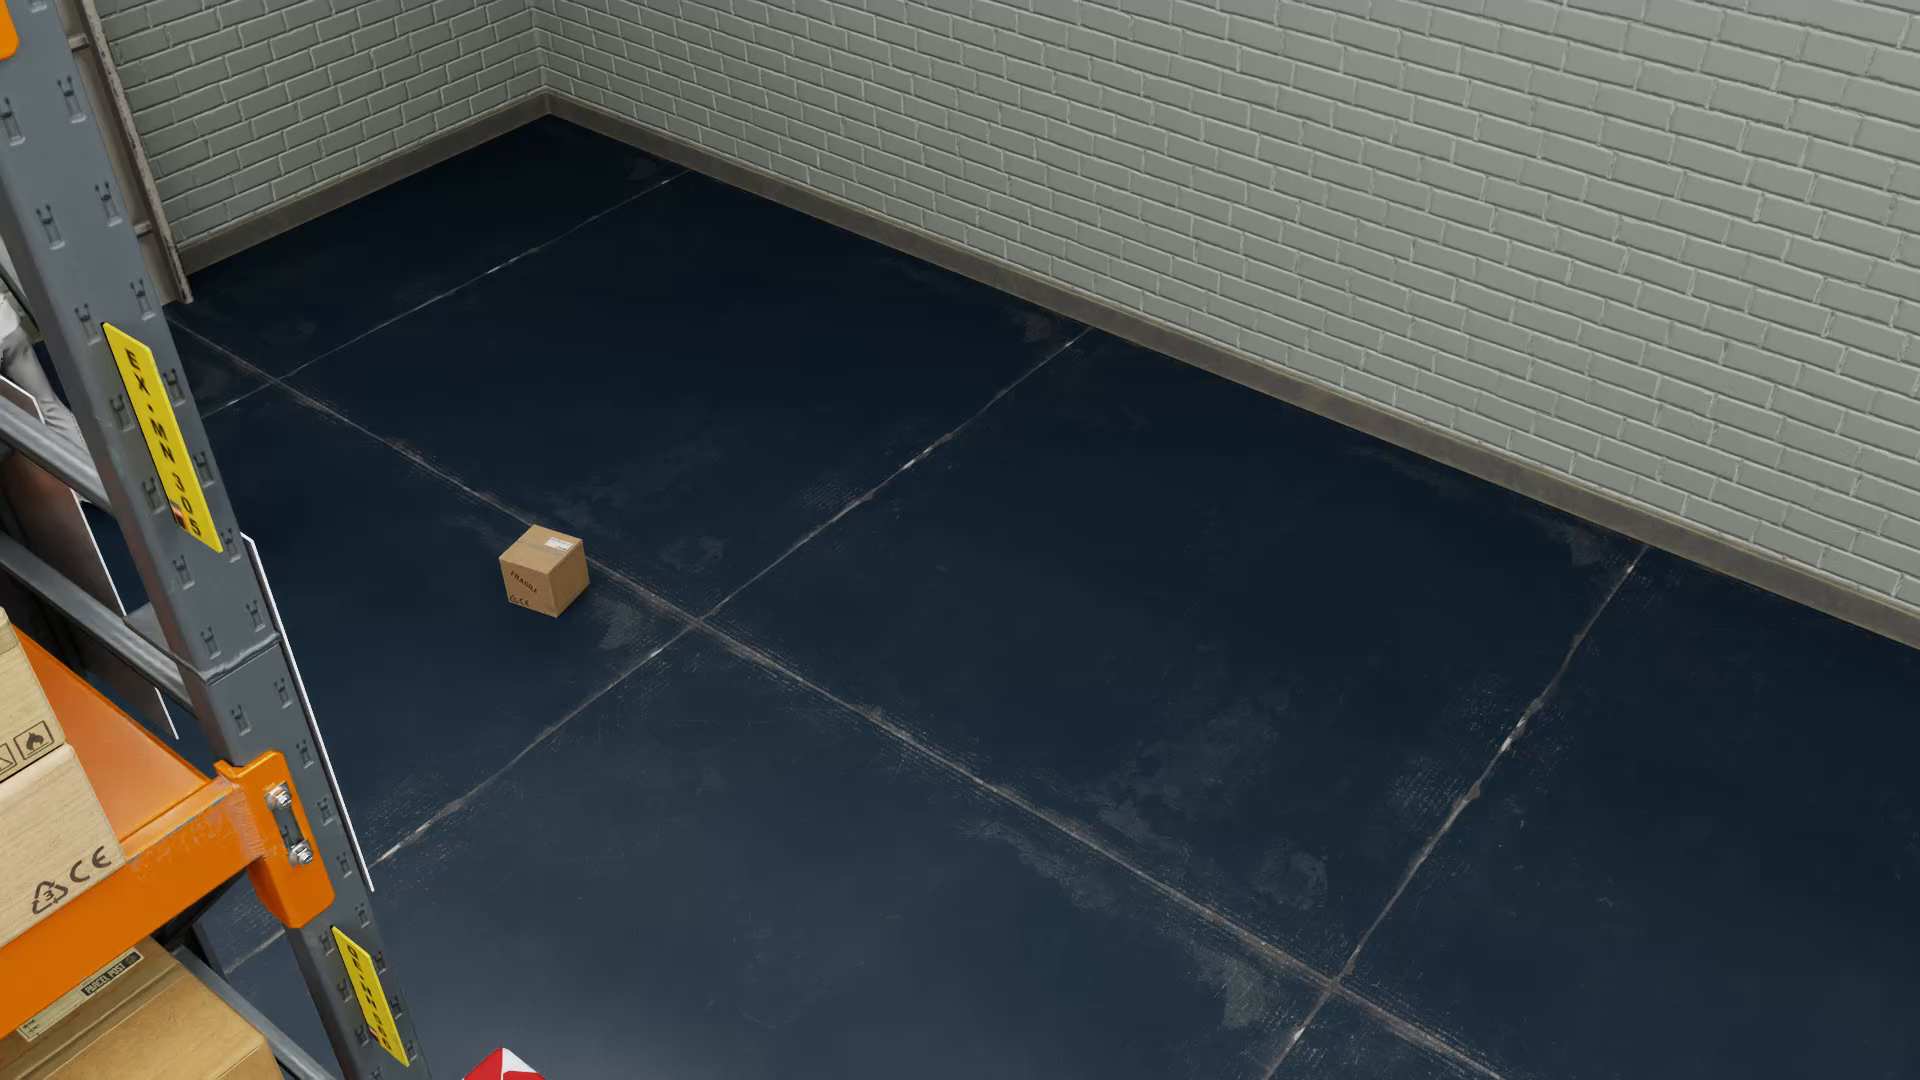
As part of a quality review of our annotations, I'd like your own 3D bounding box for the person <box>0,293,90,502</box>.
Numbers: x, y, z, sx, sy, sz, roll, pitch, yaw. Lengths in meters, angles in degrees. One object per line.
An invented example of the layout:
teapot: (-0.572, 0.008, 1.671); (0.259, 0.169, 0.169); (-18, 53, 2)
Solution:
person: (-4.310, -0.877, 7.189); (1.022, 1.627, 0.470); (14, 41, 17)
